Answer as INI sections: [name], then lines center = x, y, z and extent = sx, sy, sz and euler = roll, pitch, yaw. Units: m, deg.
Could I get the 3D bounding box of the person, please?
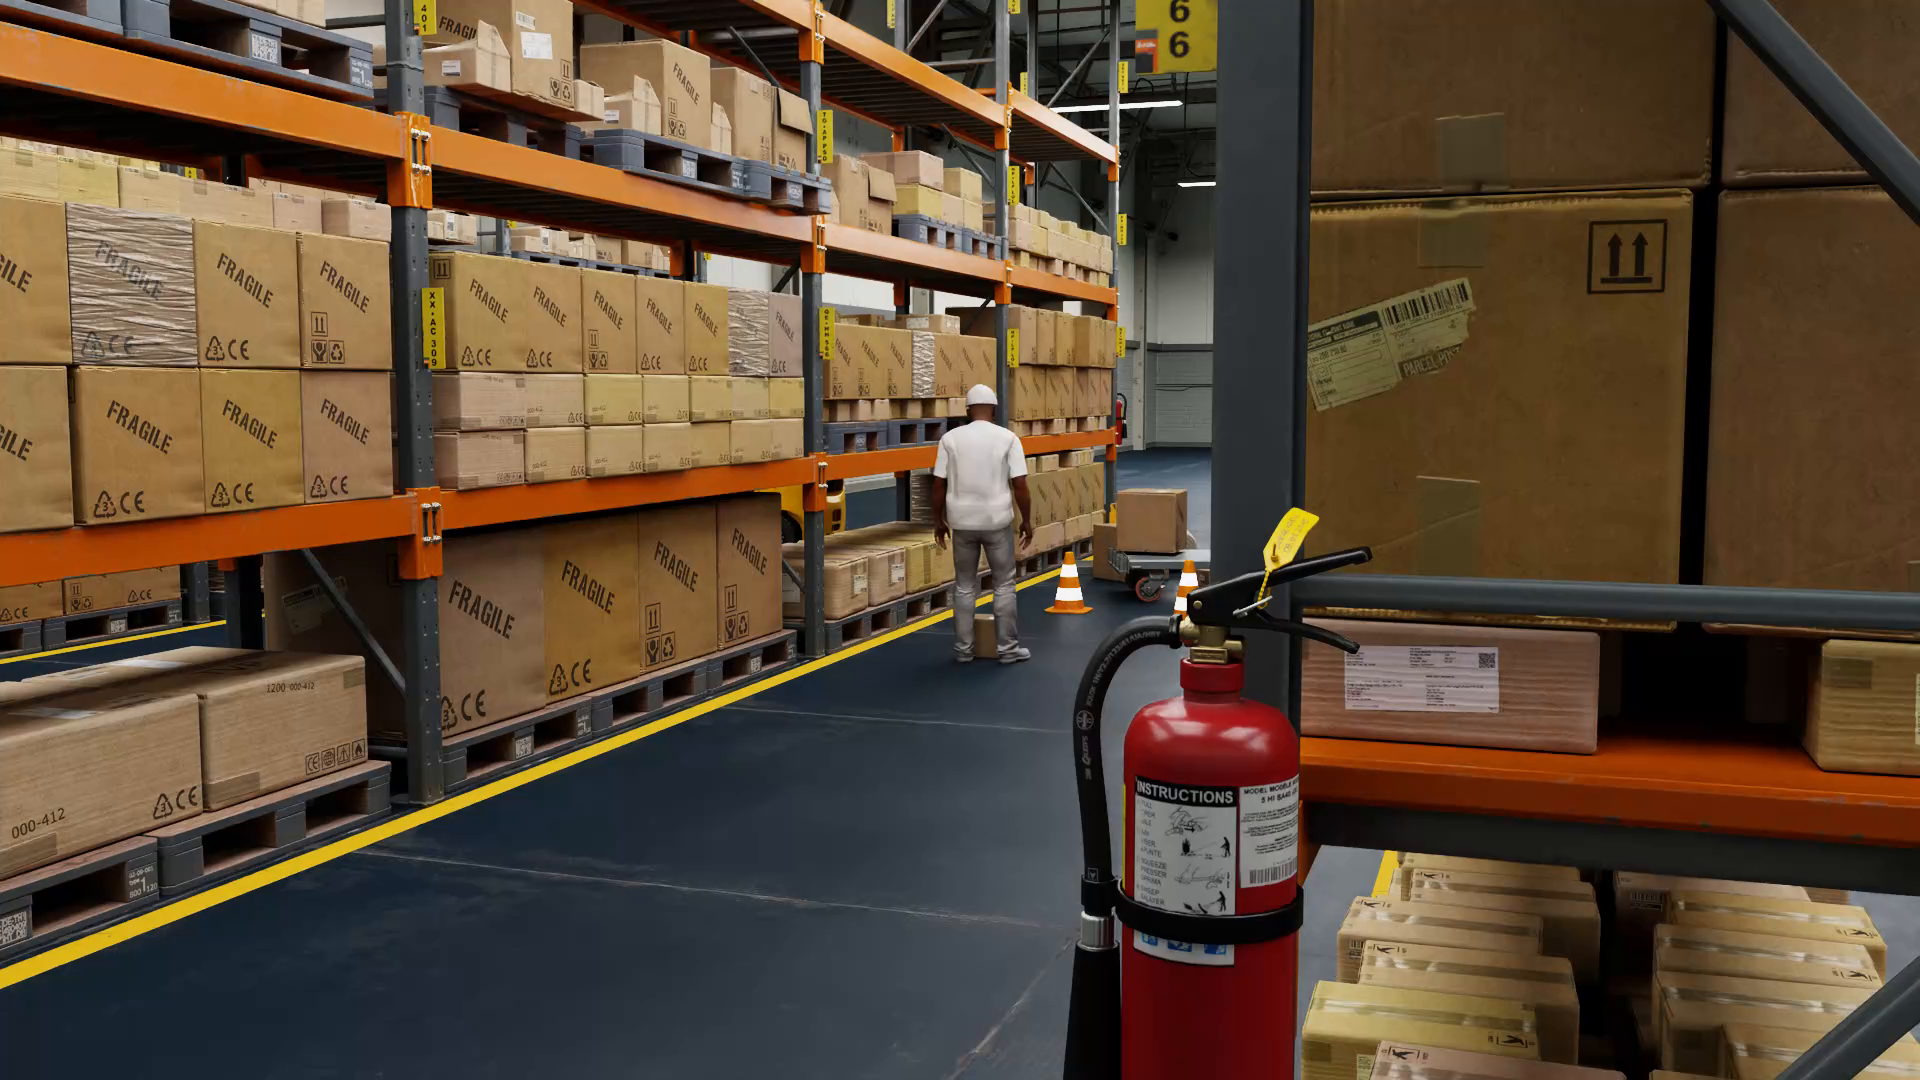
[person]
center = 0.144, -0.104, 10.569
extent = 0.637, 1.757, 0.456
euler = 1, 5, 14
